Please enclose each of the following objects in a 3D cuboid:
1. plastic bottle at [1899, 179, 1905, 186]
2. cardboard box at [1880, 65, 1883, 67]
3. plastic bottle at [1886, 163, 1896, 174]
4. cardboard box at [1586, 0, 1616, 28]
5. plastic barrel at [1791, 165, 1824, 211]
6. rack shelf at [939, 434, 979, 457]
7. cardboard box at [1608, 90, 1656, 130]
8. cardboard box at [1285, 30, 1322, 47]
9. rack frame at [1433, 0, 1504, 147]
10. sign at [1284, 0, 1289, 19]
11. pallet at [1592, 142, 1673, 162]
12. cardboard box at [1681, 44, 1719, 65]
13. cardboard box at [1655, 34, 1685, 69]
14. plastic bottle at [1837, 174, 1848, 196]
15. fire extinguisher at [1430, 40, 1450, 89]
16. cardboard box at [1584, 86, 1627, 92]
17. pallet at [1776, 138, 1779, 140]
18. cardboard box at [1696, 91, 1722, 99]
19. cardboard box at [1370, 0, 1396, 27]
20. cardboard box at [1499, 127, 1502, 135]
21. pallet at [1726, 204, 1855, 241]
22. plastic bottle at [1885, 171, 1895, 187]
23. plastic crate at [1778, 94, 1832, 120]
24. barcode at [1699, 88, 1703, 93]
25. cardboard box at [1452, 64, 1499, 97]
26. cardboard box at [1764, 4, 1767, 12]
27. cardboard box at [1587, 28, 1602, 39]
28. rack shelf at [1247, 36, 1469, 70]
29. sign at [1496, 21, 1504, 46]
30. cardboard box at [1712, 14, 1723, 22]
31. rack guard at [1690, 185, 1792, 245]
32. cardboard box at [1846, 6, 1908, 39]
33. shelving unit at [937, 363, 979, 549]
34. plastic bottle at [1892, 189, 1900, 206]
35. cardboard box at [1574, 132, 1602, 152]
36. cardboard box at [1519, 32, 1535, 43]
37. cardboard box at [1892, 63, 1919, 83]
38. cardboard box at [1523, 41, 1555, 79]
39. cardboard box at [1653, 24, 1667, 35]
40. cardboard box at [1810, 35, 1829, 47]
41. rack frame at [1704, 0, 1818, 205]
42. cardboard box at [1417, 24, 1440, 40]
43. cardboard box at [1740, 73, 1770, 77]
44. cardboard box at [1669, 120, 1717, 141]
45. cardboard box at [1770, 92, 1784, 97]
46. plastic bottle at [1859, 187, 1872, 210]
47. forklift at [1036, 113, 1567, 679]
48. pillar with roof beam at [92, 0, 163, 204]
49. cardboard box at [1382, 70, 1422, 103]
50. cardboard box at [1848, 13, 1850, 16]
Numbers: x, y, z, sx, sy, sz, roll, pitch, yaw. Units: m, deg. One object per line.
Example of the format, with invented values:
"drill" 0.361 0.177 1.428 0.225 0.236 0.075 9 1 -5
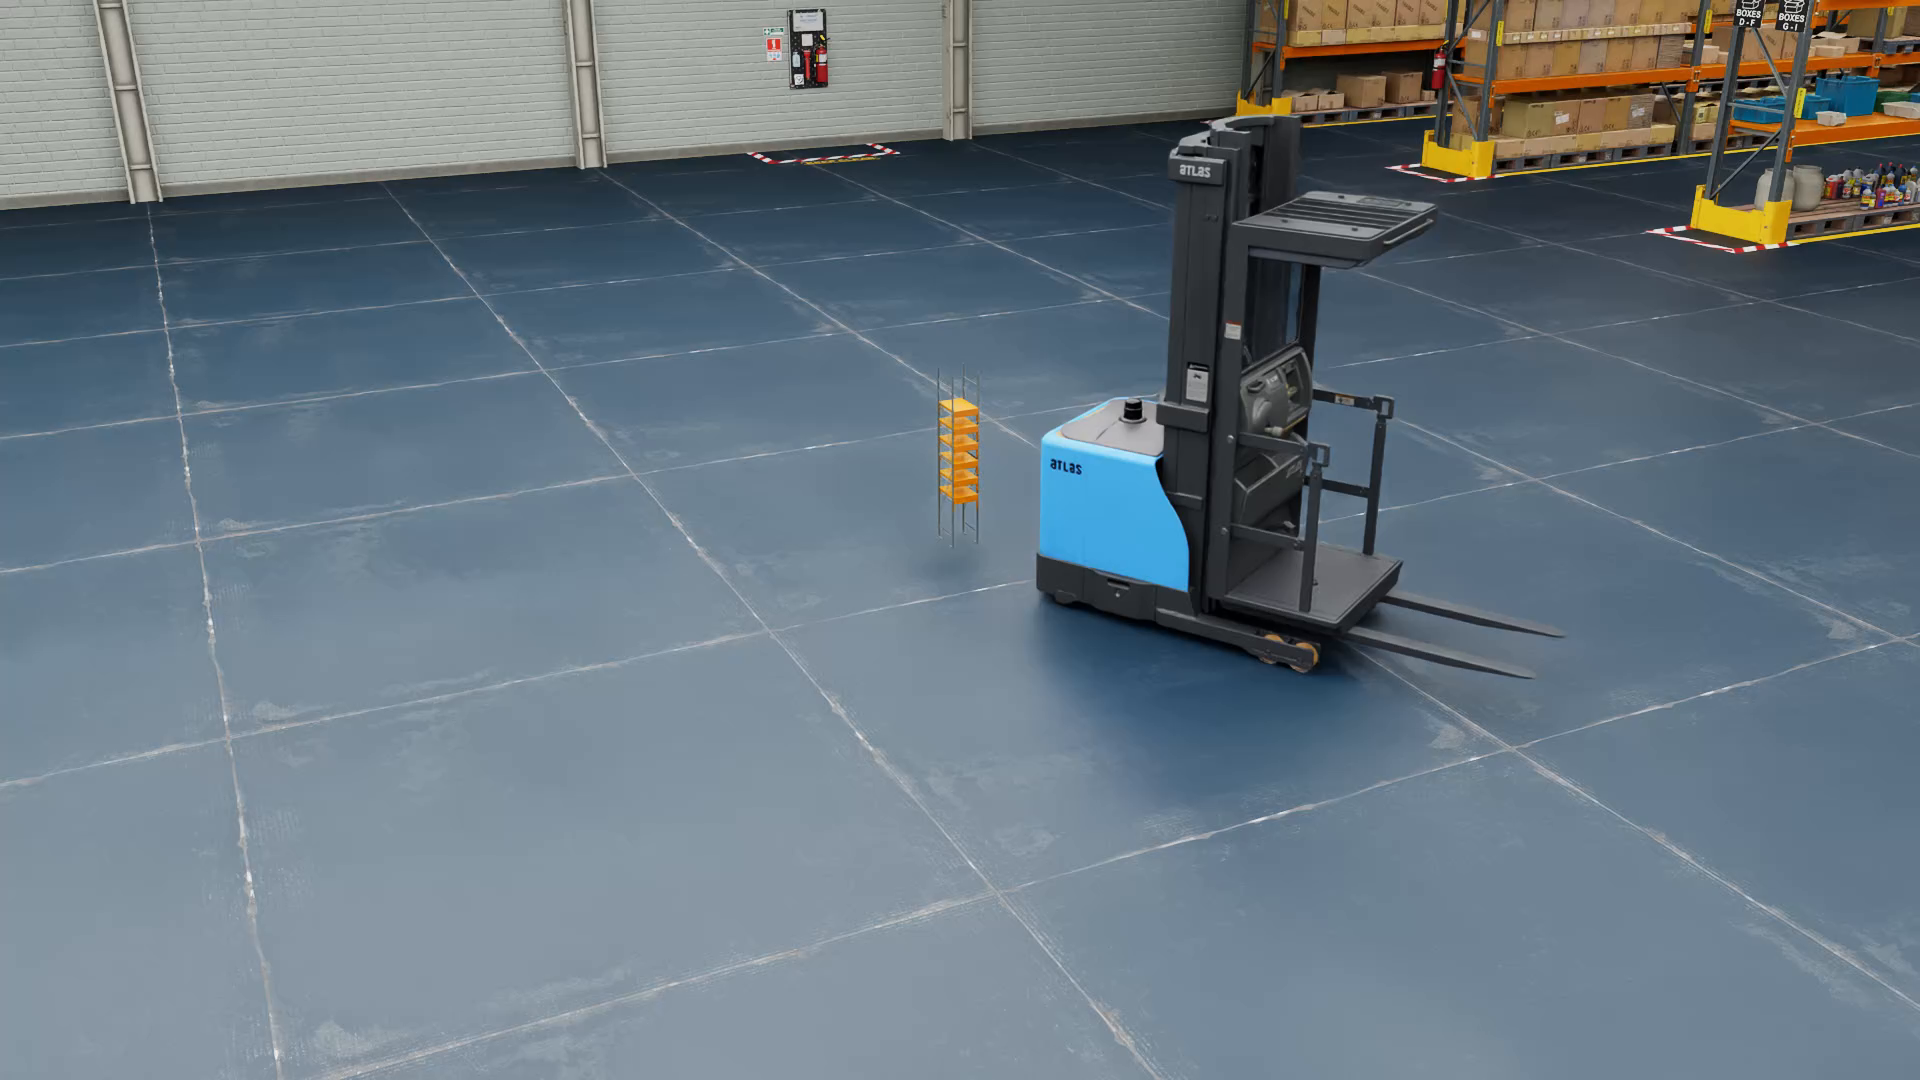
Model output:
"plastic bottle" 11.891 -4.409 20.956 0.133 0.283 0.061 -10 25 -24
"cardboard box" 18.483 -9.952 34.088 0.500 0.500 0.700 -11 25 -24
"plastic bottle" 12.098 -4.730 21.643 0.185 0.351 0.144 -10 24 -22
"cardboard box" 9.106 -7.769 24.270 0.500 0.500 0.700 -10 25 -24
"plastic barrel" 10.412 -4.341 20.519 0.421 0.512 0.421 0 22 0
"rack shelf" -0.013 -0.622 10.986 0.180 0.103 0.258 -10 25 -24
"cardboard box" 10.081 -6.488 25.067 0.500 0.500 0.500 -10 25 -24
"cardboard box" 5.681 -8.403 27.799 0.500 0.250 0.500 -11 25 -25
"rack frame" 7.256 -6.785 23.720 0.127 3.000 1.000 -10 25 -24
"sign" 5.339 -8.705 27.226 0.005 0.325 0.100 -10 25 -24
"pallet" 10.125 -6.043 25.573 1.213 0.211 1.003 -10 25 -24
"cardboard box" 11.285 -7.476 25.586 0.500 0.250 0.500 -9 24 -20
"cardboard box" 10.463 -7.419 25.121 0.500 0.500 0.700 -11 25 -25
"plastic bottle" 11.229 -4.534 21.267 0.135 0.276 0.152 -11 25 -25
"fire extinguisher" 6.948 -6.890 24.075 0.183 0.674 0.296 -10 25 -24
"cardboard box" 9.859 -6.664 25.493 0.500 0.500 0.500 -10 25 -24
"pallet" 13.706 -6.701 27.162 1.213 0.211 1.003 -10 25 -24
"cardboard box" 12.017 -6.968 26.474 0.500 0.311 0.500 -11 25 -24
"cardboard box" 7.042 -9.006 28.274 0.500 0.500 0.500 -10 24 -22
"cardboard box" 8.056 -5.987 24.837 0.500 0.250 0.500 -10 25 -24
"pallet" 10.183 -3.951 20.519 1.213 0.211 1.003 -10 25 -24
"plastic bottle" 12.019 -4.627 21.499 0.097 0.271 0.097 0 22 0
"plastic crate" 10.310 -5.301 20.329 0.408 0.251 0.499 -10 25 -24
"barcode" 11.271 -6.840 25.289 0.075 0.075 0.001 -10 25 -24
"cardboard box" 9.364 -8.332 30.149 0.500 0.500 0.700 -10 24 -22
"cardboard box" 15.155 -10.424 31.965 0.500 0.500 0.500 -10 25 -23
"cardboard box" 9.088 -7.377 24.171 0.250 0.149 0.380 -10 25 -23
"rack shelf" 6.906 -8.491 28.782 4.000 0.370 1.077 -10 25 -24
"sign" 7.491 -7.030 23.075 0.005 0.325 0.100 -10 25 -24
"cardboard box" 14.327 -9.986 31.755 0.250 0.149 0.380 -10 24 -22
"rack guard" 9.449 -3.952 20.143 0.348 0.500 1.175 -10 25 -24
"cardboard box" 14.983 -8.496 27.173 0.700 0.500 0.500 21 30 41
"shelving unit" -0.013 -0.552 11.015 0.189 1.200 0.258 -10 25 -24
"plastic bottle" 11.658 -4.271 20.730 0.097 0.201 0.097 0 22 0
"cardboard box" 9.188 -5.970 24.795 0.500 0.250 0.500 -10 25 -24
"cardboard box" 7.939 -7.167 23.663 0.250 0.149 0.380 -11 25 -25
"cardboard box" 16.174 -7.925 28.187 0.500 0.250 0.500 -11 25 -25
"cardboard box" 8.153 -6.993 24.092 0.500 0.500 0.700 -10 24 -22
"cardboard box" 10.249 -7.591 24.688 0.250 0.149 0.380 -11 25 -25
"cardboard box" 13.574 -7.990 26.746 0.500 0.311 0.500 -11 25 -24
"rack frame" 9.401 -5.078 19.595 0.127 3.000 1.000 -10 25 -24
"cardboard box" 7.960 -8.833 28.836 0.500 0.250 0.500 -10 25 -23
"cardboard box" 15.387 -9.531 32.614 0.750 0.750 0.750 -10 25 -23
"cardboard box" 11.331 -6.354 25.724 0.500 0.250 0.500 -11 25 -25
"cardboard box" 13.178 -6.952 26.436 0.500 0.311 0.500 -11 25 -24
"plastic bottle" 11.170 -4.214 20.500 0.097 0.271 0.097 0 22 0
"forklift" 1.985 -0.835 9.434 3.031 2.935 1.130 14 26 31
"pillar with roof beam" -8.992 -7.209 16.899 0.400 9.000 9.100 -10 25 -24
"cardboard box" 7.790 -8.018 29.391 0.500 0.500 0.500 -12 26 -28
"cardboard box" 17.724 -10.949 33.386 0.700 0.700 0.980 -12 25 -26
